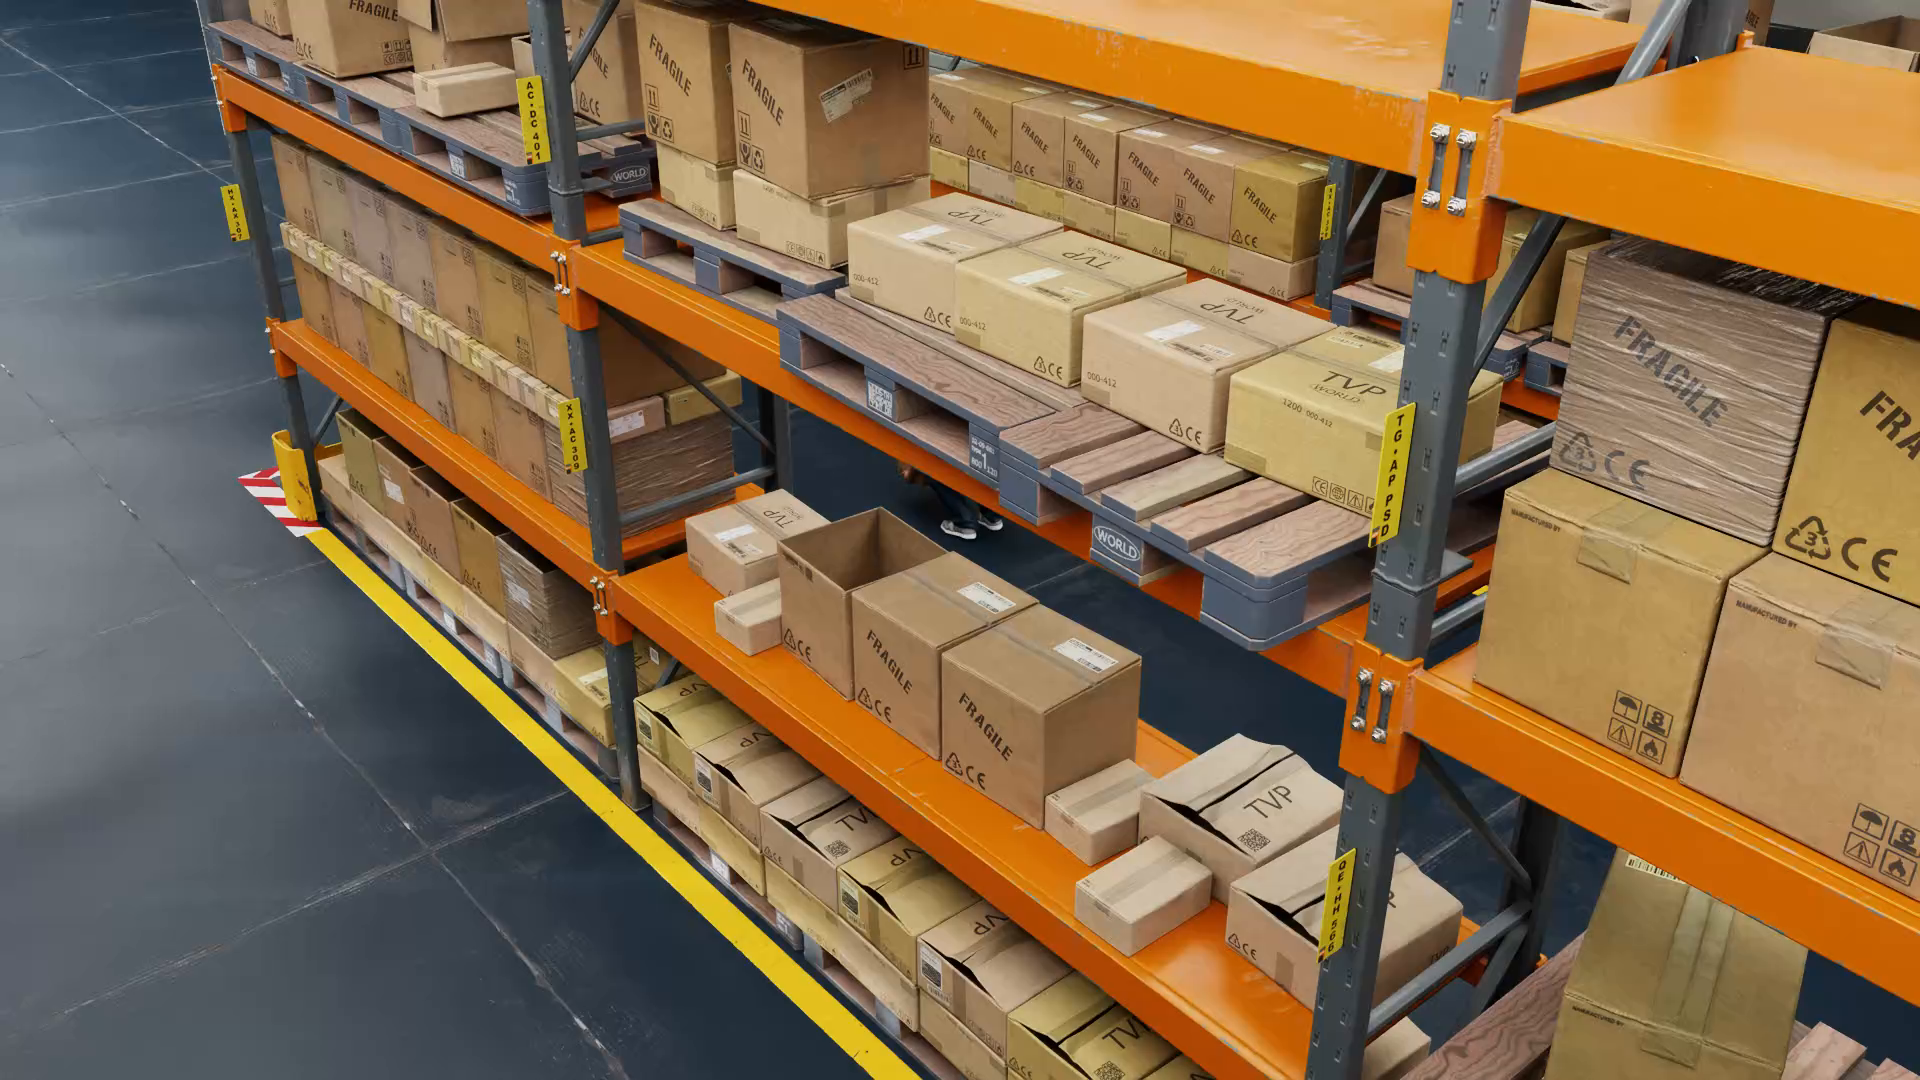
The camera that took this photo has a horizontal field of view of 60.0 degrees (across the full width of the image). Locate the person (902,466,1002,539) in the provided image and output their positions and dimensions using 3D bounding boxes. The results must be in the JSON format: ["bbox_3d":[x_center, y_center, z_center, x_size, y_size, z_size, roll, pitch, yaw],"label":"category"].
[{"bbox_3d":[-0.007,-0.509,10.298,0.423,0.905,0.838,-23,36,-36],"label":"person"}]
